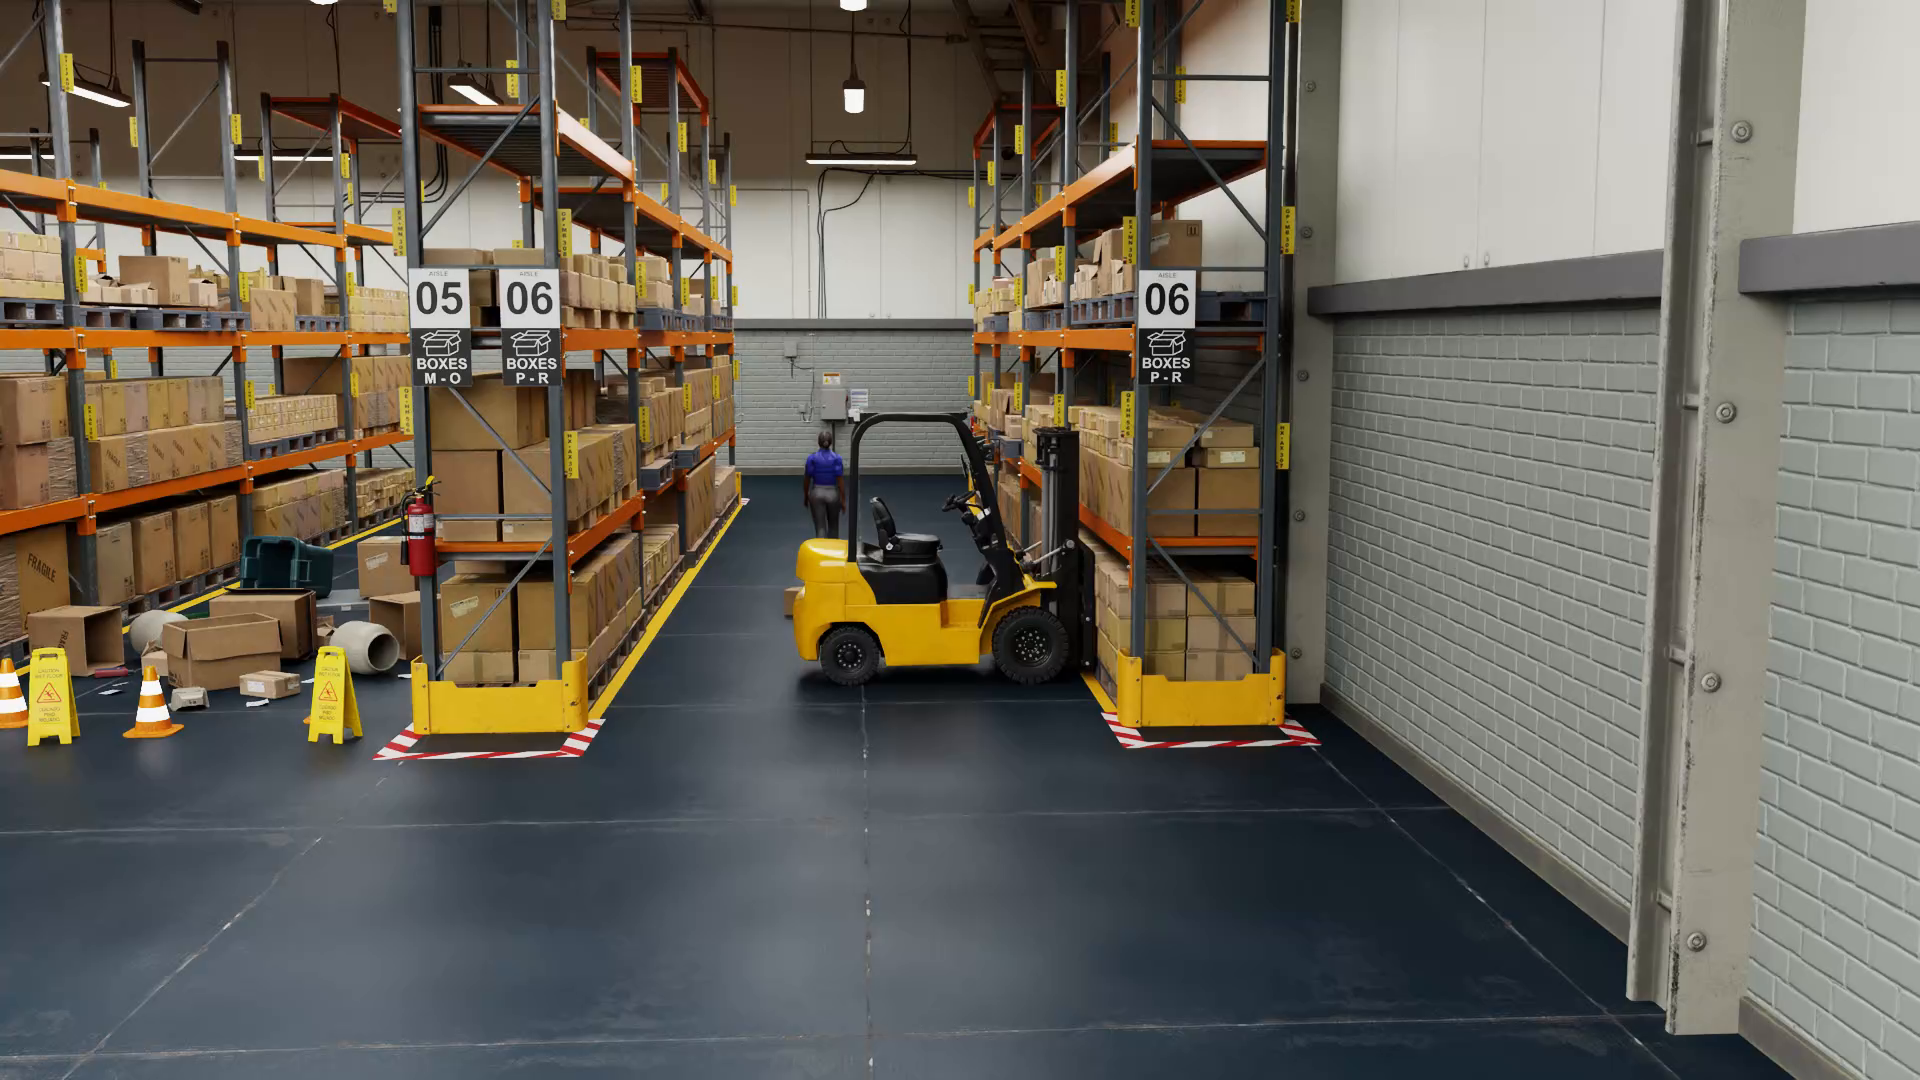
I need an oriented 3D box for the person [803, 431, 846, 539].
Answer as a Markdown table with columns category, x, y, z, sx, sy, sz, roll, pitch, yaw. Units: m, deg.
| category | x | y | z | sx | sy | sz | roll | pitch | yaw |
| --- | --- | --- | --- | --- | --- | --- | --- | --- | --- |
| person | -1.611 | -0.482 | 19.672 | 0.484 | 1.635 | 0.875 | -1 | 7 | -9 |
